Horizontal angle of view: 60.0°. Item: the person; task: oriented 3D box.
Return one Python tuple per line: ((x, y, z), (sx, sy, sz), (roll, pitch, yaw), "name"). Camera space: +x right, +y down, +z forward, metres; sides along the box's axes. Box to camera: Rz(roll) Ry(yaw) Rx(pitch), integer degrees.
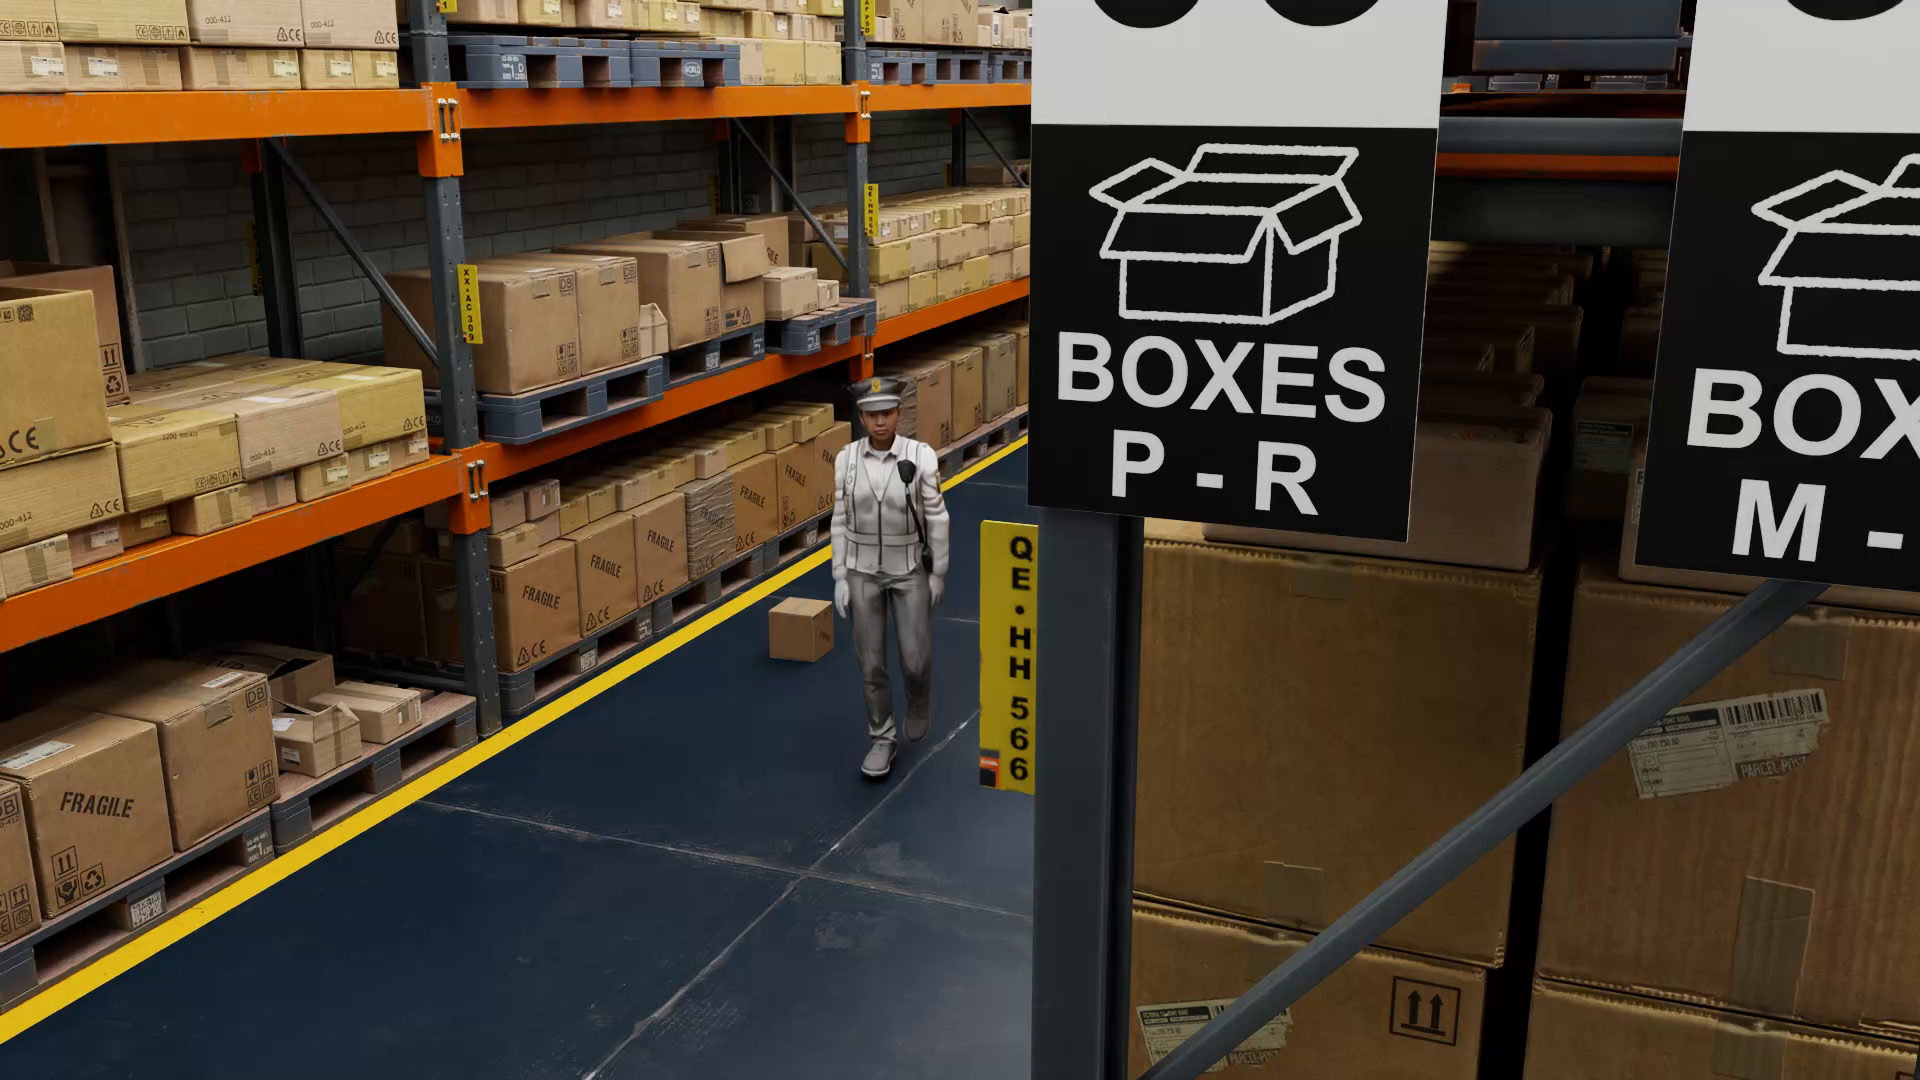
((3.726, -0.588, 8.624), (7.935, 2.202, 5.089), (2, 16, 7), "person")
